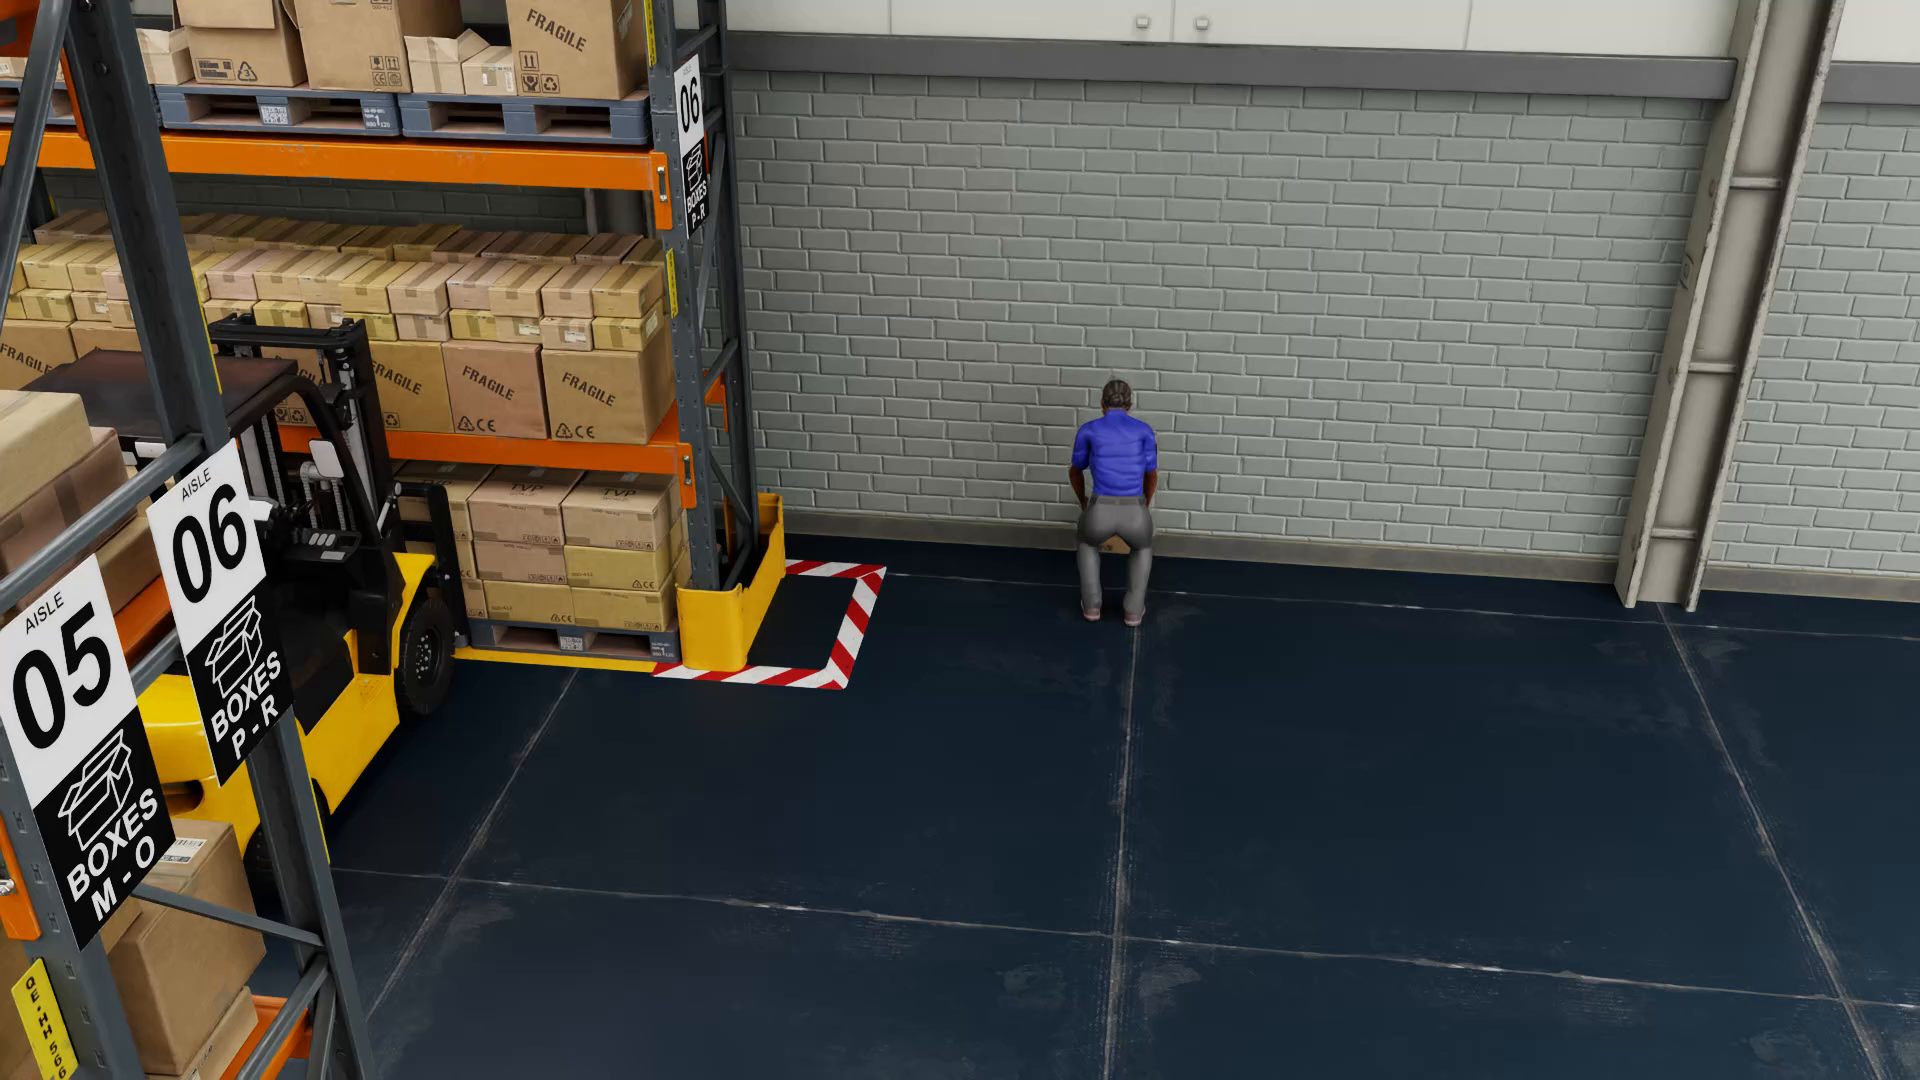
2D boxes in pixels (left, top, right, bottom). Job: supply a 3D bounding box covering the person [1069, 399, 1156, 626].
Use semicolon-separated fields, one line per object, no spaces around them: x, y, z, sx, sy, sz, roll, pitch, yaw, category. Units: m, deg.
0.849;-0.128;9.355;0.500;1.195;0.717;3;29;6;person
